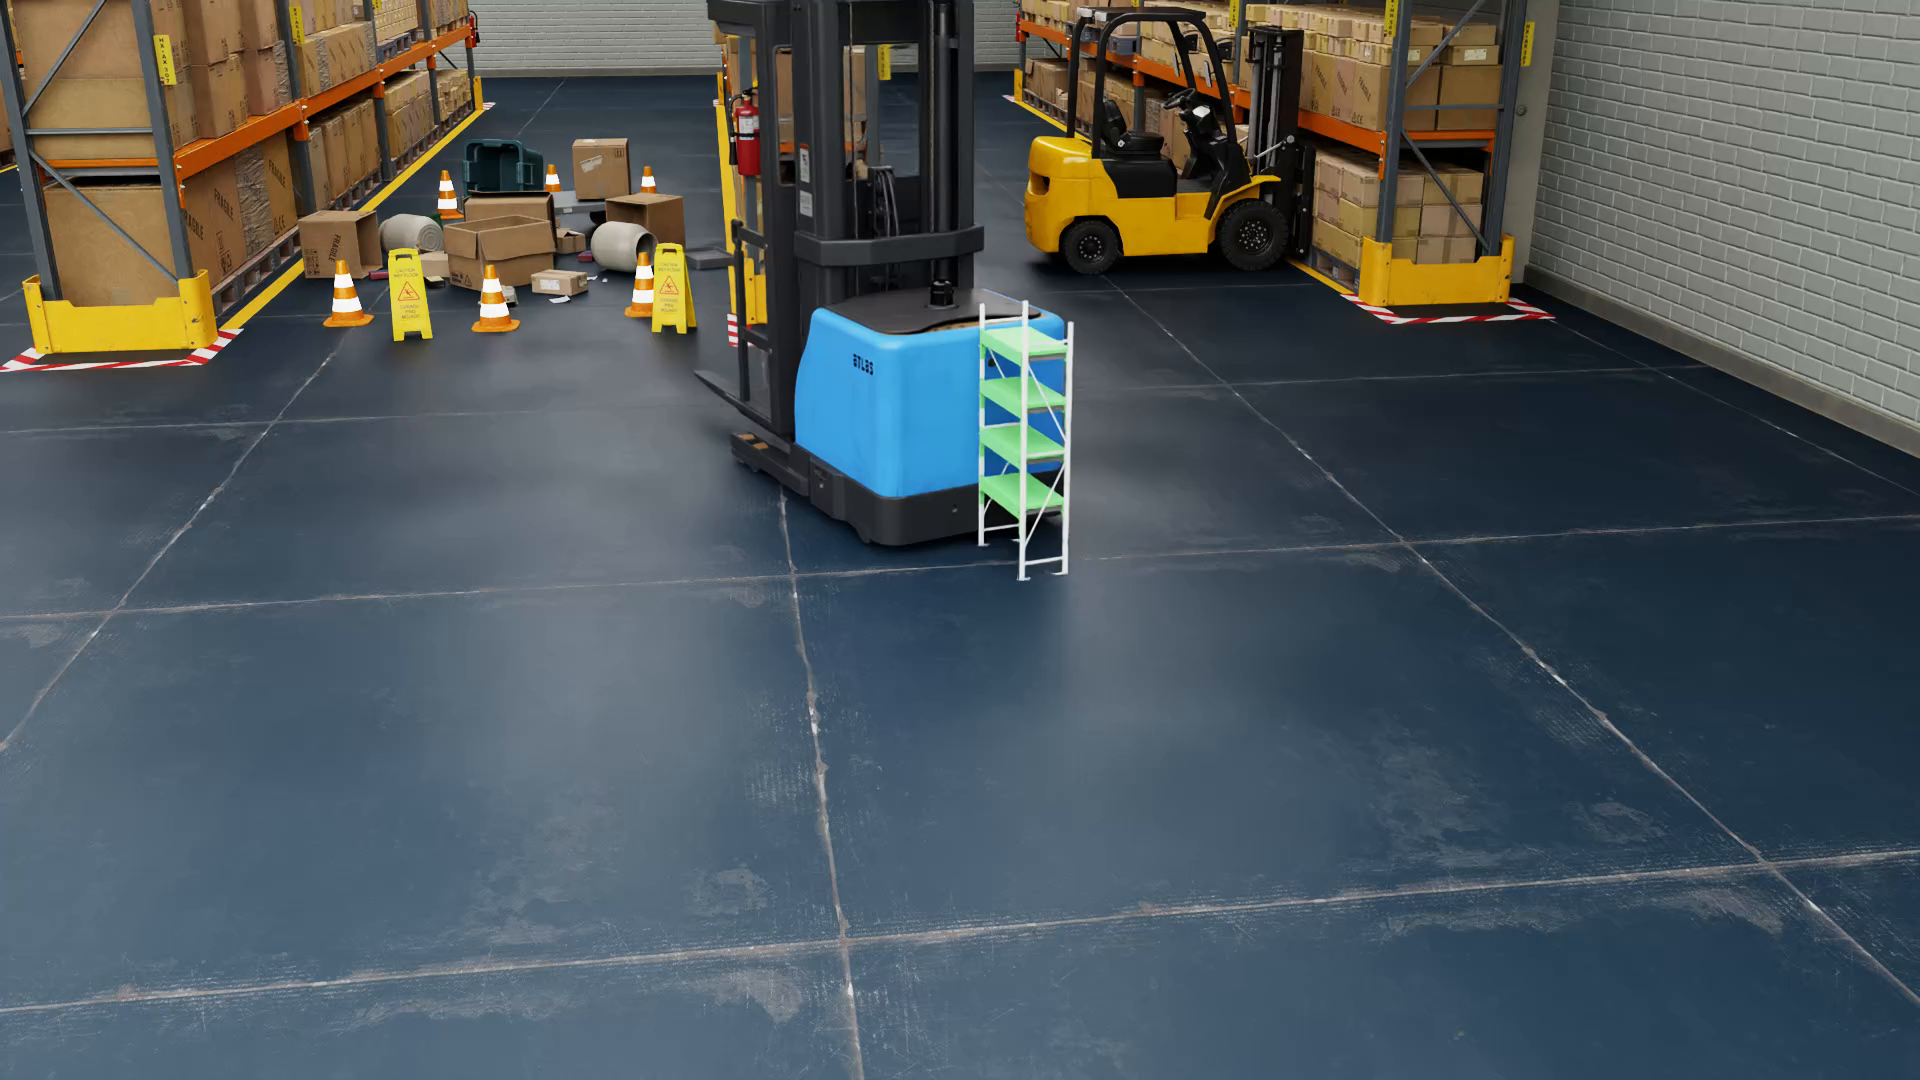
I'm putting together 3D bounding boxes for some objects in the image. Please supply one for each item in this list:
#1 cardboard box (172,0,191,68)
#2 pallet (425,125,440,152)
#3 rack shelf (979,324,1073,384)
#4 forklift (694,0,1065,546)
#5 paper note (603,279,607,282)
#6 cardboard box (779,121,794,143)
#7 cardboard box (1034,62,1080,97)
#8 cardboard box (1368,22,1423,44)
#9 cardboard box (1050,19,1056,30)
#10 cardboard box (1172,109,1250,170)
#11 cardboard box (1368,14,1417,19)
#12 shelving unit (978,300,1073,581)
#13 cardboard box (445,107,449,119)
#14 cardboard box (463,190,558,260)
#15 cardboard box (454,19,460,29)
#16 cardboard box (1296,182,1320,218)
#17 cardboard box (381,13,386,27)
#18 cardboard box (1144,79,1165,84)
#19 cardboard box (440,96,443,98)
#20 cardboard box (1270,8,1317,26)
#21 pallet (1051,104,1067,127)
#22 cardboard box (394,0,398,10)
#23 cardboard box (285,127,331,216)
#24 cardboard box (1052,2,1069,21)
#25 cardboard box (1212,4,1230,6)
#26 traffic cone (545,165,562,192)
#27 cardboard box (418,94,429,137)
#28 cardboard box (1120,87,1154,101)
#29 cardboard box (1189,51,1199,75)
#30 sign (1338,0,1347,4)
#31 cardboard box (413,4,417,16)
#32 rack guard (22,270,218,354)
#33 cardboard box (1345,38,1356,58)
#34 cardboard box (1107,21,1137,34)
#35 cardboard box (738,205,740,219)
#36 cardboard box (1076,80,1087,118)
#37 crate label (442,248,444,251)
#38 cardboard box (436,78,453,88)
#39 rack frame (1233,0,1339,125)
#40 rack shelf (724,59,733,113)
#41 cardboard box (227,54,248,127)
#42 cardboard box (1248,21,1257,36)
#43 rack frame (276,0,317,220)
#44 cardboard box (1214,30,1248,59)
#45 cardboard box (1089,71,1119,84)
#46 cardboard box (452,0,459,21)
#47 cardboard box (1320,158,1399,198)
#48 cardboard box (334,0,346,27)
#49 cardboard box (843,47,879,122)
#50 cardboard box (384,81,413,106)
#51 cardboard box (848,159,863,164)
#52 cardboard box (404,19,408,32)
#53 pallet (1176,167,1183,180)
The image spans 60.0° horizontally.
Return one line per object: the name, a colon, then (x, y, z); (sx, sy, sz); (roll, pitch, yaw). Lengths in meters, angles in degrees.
cardboard box: (-6.172, -3.707, 12.096); (0.875, 0.550, 0.550); (-3, 21, -8)
pallet: (-7.602, -5.393, 22.355); (1.003, 0.211, 1.213); (-3, 21, -8)
rack shelf: (0.297, -0.857, 7.607); (0.258, 0.148, 0.480); (-8, 22, -21)
forklift: (-0.634, -1.815, 8.888); (1.130, 2.935, 3.031); (-11, 23, -27)
paper note: (-3.010, -2.202, 14.098); (0.032, 0.001, 0.123); (-3, 21, -8)
cardboard box: (-1.368, -3.100, 12.588); (0.380, 0.149, 0.250); (-2, 21, -6)
cardboard box: (1.582, -7.402, 26.719); (0.700, 0.500, 0.500); (-2, 21, -6)
cardboard box: (3.483, -4.038, 13.245); (0.380, 0.149, 0.250); (-3, 21, -8)
cardboard box: (1.588, -7.842, 25.286); (0.380, 0.149, 0.250); (-3, 21, -9)
cardboard box: (2.932, -4.529, 18.849); (0.875, 0.625, 0.625); (-4, 21, -10)
cardboard box: (3.778, -4.505, 14.495); (0.380, 0.149, 0.250); (-3, 21, -7)
shelving unit: (0.297, -0.467, 7.753); (0.258, 1.200, 0.503); (-8, 22, -21)
cardboard box: (-7.488, -6.065, 23.641); (0.380, 0.149, 0.250); (-2, 21, -6)
cardboard box: (-4.004, -2.797, 14.792); (0.797, 0.637, 0.503); (-3, 21, -8)
cardboard box: (-7.856, -7.877, 25.377); (0.380, 0.149, 0.250); (-2, 21, -6)
cardboard box: (3.273, -2.998, 14.571); (0.500, 0.250, 0.500); (-3, 21, -9)
cardboard box: (-7.130, -6.253, 20.006); (0.380, 0.149, 0.250); (-3, 21, -8)
cardboard box: (2.650, -6.091, 22.284); (0.380, 0.149, 0.250); (-3, 21, -7)
cardboard box: (-7.683, -6.371, 24.035); (0.380, 0.149, 0.250); (-4, 21, -11)
cardboard box: (3.093, -4.832, 15.371); (0.380, 0.149, 0.250); (-2, 21, -7)
pallet: (1.981, -6.437, 25.149); (1.003, 0.211, 1.213); (-3, 21, -8)
cardboard box: (-7.277, -6.746, 20.901); (0.380, 0.149, 0.250); (-4, 21, -10)
cardboard box: (-6.741, -3.552, 16.056); (1.050, 0.750, 0.750); (-3, 21, -8)
cardboard box: (1.678, -7.911, 24.900); (0.500, 0.250, 0.500); (-3, 21, -8)
cardboard box: (3.133, -6.110, 19.217); (0.380, 0.149, 0.250); (-3, 21, -9)
traffic cone: (-4.274, -3.704, 17.472); (0.336, 0.463, 0.334); (-3, 21, -8)
cardboard box: (-7.286, -5.574, 21.824); (0.500, 0.500, 0.500); (-3, 21, -9)
cardboard box: (2.264, -5.701, 21.239); (0.380, 0.149, 0.250); (-4, 21, -11)
cardboard box: (2.782, -5.174, 17.996); (0.500, 0.250, 0.500); (-3, 21, -7)
sign: (3.782, -5.207, 16.519); (0.100, 0.325, 0.005); (-3, 21, -8)
cardboard box: (-7.463, -7.060, 22.165); (0.380, 0.149, 0.250); (-2, 21, -6)
rack guard: (-5.982, -1.635, 11.879); (1.175, 0.500, 0.348); (-3, 21, -8)
cardboard box: (3.414, -4.074, 13.766); (0.380, 0.149, 0.250); (-3, 21, -8)
cardboard box: (2.184, -6.596, 21.203); (0.500, 0.250, 0.500); (-4, 21, -10)
cardboard box: (-1.773, -2.990, 15.265); (0.500, 0.250, 0.500); (-2, 21, -5)
cardboard box: (1.927, -6.352, 23.909); (0.500, 0.500, 0.500); (-2, 21, -5)
crate label: (-4.880, -2.708, 15.270); (0.250, 0.136, 0.298); (17, 27, 39)
cardboard box: (-7.760, -6.781, 24.709); (0.380, 0.149, 0.250); (-3, 21, -7)
rack frame: (3.233, -4.736, 16.608); (1.000, 3.000, 0.127); (-3, 21, -8)
rack shelf: (-1.967, -4.839, 17.914); (1.077, 0.370, 4.000); (-3, 21, -8)
cardboard box: (-6.259, -3.582, 13.305); (0.875, 0.550, 0.500); (-3, 21, -8)
cardboard box: (3.018, -4.963, 16.146); (0.380, 0.149, 0.250); (-3, 21, -9)
rack frame: (-6.562, -4.199, 15.172); (1.000, 3.000, 0.127); (-3, 21, -8)
cardboard box: (2.909, -5.057, 16.968); (0.500, 0.250, 0.500); (-3, 21, -9)
cardboard box: (2.033, -6.517, 23.423); (0.380, 0.149, 0.250); (-4, 21, -11)
cardboard box: (-7.821, -8.044, 24.898); (0.500, 0.500, 0.500); (-3, 21, -8)
cardboard box: (3.355, -3.048, 13.990); (0.500, 0.250, 0.500); (-3, 21, -7)
cardboard box: (-7.010, -5.768, 17.802); (0.700, 0.500, 0.500); (-3, 21, -9)
cardboard box: (-0.896, -3.463, 12.633); (0.500, 0.500, 0.500); (-3, 21, -9)
cardboard box: (-7.131, -5.560, 20.715); (0.500, 0.250, 0.500); (-3, 21, -7)
cardboard box: (-1.093, -3.015, 14.260); (0.500, 0.500, 0.500); (-3, 21, -7)
cardboard box: (-7.355, -6.658, 21.513); (0.380, 0.149, 0.250); (-4, 21, -11)
pallet: (2.909, -4.106, 18.907); (1.003, 0.211, 1.213); (-3, 21, -8)
